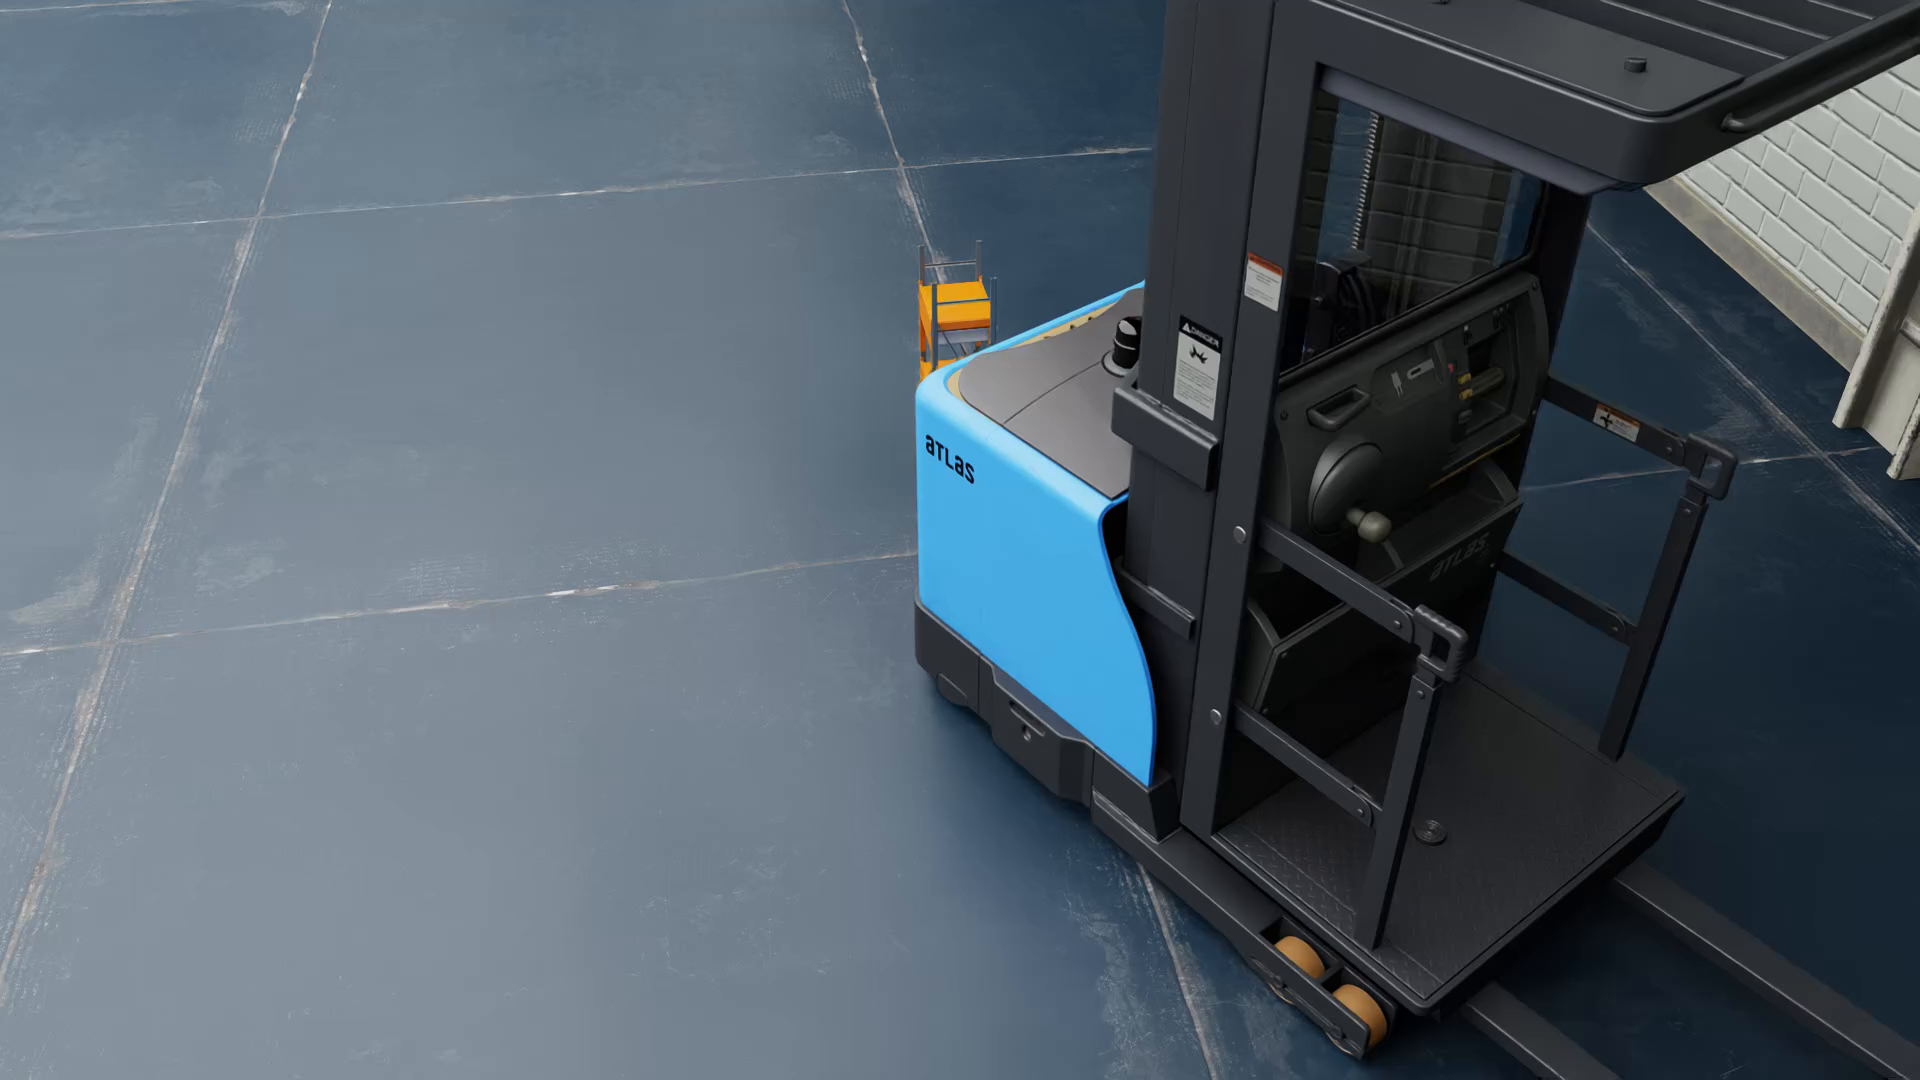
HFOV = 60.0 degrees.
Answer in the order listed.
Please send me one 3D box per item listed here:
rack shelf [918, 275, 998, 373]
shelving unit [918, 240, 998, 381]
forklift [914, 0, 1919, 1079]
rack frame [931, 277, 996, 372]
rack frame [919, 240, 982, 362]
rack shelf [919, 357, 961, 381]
[{"bbox_3d":[-0.009,-0.663,5.302,0.215,0.259,0.240,-6,38,-8],"label":"rack shelf"},{"bbox_3d":[-0.009,-0.447,5.470,0.215,1.050,0.252,-6,38,-8],"label":"shelving unit"},{"bbox_3d":[1.180,-0.239,3.669,1.130,2.935,3.031,-27,45,-30],"label":"forklift"},{"bbox_3d":[0.012,-0.373,5.375,0.200,1.050,0.008,-6,38,-8],"label":"rack frame"},{"bbox_3d":[-0.031,-0.521,5.564,0.200,1.050,0.008,-6,38,-8],"label":"rack frame"},{"bbox_3d":[-0.009,-0.439,5.476,0.215,0.259,0.240,-6,38,-8],"label":"rack shelf"}]
